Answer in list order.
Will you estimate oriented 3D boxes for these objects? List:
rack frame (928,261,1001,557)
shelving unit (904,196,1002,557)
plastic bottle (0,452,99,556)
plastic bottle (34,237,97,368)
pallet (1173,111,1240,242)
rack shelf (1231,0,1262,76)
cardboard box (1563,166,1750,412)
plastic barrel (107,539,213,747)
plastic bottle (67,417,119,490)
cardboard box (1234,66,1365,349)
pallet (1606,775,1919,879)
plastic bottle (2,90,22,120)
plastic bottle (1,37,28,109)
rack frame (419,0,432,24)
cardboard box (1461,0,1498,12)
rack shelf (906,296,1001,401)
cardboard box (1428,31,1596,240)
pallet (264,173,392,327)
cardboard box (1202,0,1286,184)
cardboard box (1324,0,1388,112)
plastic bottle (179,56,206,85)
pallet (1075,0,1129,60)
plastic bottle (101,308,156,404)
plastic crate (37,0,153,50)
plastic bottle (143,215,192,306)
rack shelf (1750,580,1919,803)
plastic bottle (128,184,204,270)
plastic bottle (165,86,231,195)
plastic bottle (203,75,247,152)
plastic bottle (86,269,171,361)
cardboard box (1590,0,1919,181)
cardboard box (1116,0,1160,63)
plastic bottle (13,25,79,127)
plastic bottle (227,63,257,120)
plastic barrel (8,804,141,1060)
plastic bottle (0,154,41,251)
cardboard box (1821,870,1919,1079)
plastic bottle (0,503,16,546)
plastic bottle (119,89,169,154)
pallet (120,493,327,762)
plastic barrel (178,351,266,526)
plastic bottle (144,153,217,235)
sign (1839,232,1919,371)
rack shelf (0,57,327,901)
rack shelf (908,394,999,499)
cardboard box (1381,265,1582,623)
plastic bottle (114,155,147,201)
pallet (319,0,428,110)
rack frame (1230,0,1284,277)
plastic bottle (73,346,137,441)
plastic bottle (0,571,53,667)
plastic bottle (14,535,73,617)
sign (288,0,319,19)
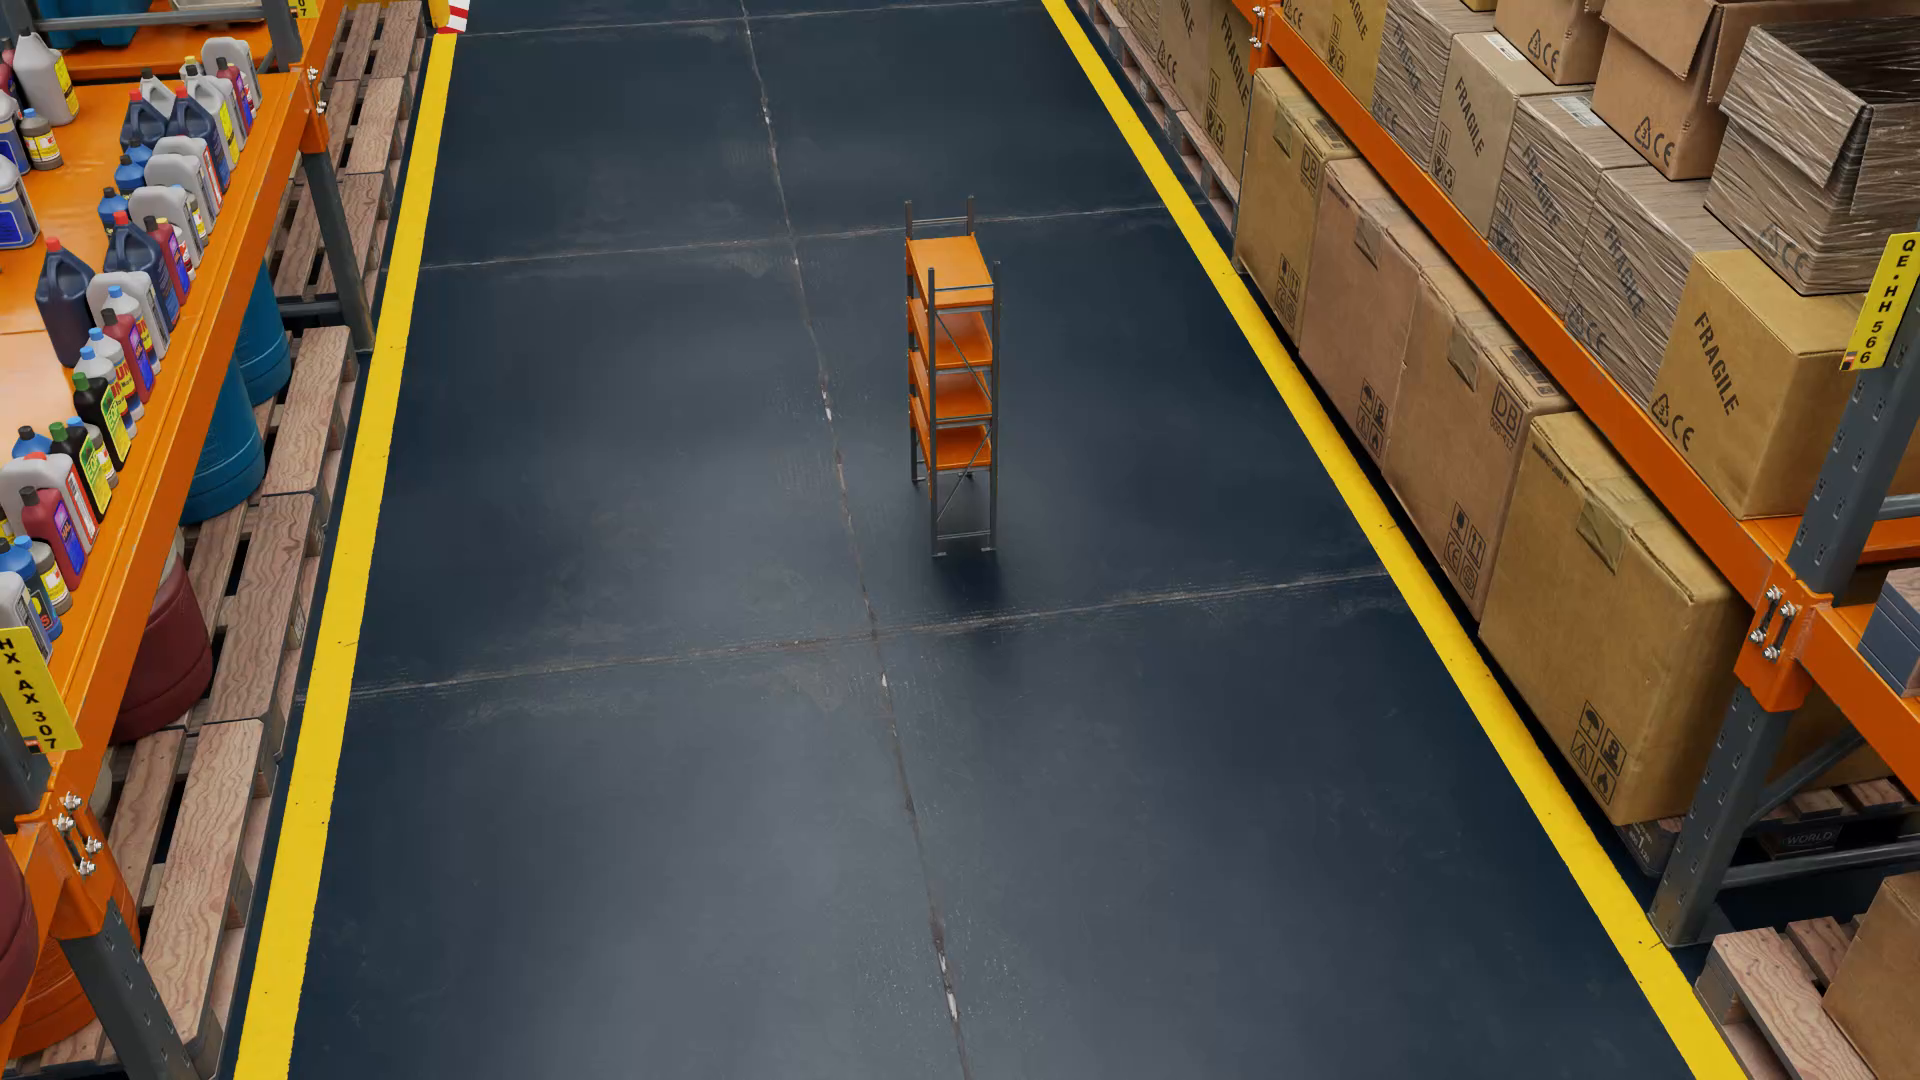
[{"bbox_3d":[0.014,-0.426,5.821,0.240,1.200,0.015,-6,38,-8],"label":"rack frame"},{"bbox_3d":[-0.029,-0.574,6.011,0.258,1.200,0.503,-6,38,-8],"label":"shelving unit"},{"bbox_3d":[-2.217,-0.098,4.033,0.152,0.276,0.135,-6,38,-8],"label":"plastic bottle"},{"bbox_3d":[-2.530,-0.685,4.727,0.144,0.351,0.185,-6,38,-8],"label":"plastic bottle"},{"bbox_3d":[1.740,-1.887,8.507,1.003,0.211,1.213,-6,38,-8],"label":"pallet"},{"bbox_3d":[1.446,-3.444,8.825,1.077,0.370,4.000,-6,38,-8],"label":"rack shelf"},{"bbox_3d":[2.086,-0.717,4.646,0.500,0.500,0.500,-7,38,-8],"label":"cardboard box"},{"bbox_3d":[-2.679,0.239,5.121,0.600,0.588,0.708,-6,38,-8],"label":"plastic barrel"},{"bbox_3d":[-2.234,-0.222,4.253,0.097,0.201,0.097,0,38,0],"label":"plastic bottle"},{"bbox_3d":[1.928,-1.463,7.077,1.225,0.875,0.875,-6,38,-8],"label":"cardboard box"},{"bbox_3d":[2.434,0.513,5.418,1.003,0.211,1.213,-6,38,-8],"label":"pallet"},{"bbox_3d":[-3.374,-1.494,5.889,0.097,0.201,0.097,0,38,0],"label":"plastic bottle"},{"bbox_3d":[-3.436,-1.674,6.055,0.061,0.283,0.133,-6,38,-8],"label":"plastic bottle"},{"bbox_3d":[-3.781,-4.404,9.473,1.000,3.000,0.127,-6,38,-8],"label":"rack frame"},{"bbox_3d":[2.025,-2.155,5.680,0.797,0.503,0.637,-6,38,-7],"label":"cardboard box"},{"bbox_3d":[-0.029,-0.697,5.915,0.258,0.148,0.480,-6,38,-8],"label":"rack shelf"},{"bbox_3d":[1.903,-1.338,5.445,0.500,0.500,0.500,-6,38,-7],"label":"cardboard box"},{"bbox_3d":[-3.247,-1.326,7.785,1.003,0.211,1.213,-6,38,-8],"label":"pallet"},{"bbox_3d":[1.759,-2.254,8.096,0.875,0.875,0.875,-6,38,-8],"label":"cardboard box"},{"bbox_3d":[1.720,-1.952,6.236,0.500,0.500,0.500,-6,38,-8],"label":"cardboard box"},{"bbox_3d":[-2.812,-1.681,6.131,0.097,0.201,0.097,0,38,0],"label":"plastic bottle"},{"bbox_3d":[1.312,-3.361,10.404,1.003,0.211,1.213,-6,38,-8],"label":"pallet"},{"bbox_3d":[-2.294,-0.525,4.575,0.061,0.283,0.133,-6,38,-8],"label":"plastic bottle"},{"bbox_3d":[-3.498,-2.250,6.666,0.392,0.384,0.575,-6,38,-8],"label":"plastic crate"},{"bbox_3d":[-2.390,-0.857,5.003,0.061,0.283,0.133,-6,38,-8],"label":"plastic bottle"},{"bbox_3d":[2.848,1.388,2.605,1.077,0.370,4.000,-6,38,-8],"label":"rack shelf"},{"bbox_3d":[-2.476,-0.989,5.179,0.152,0.276,0.135,-6,38,-8],"label":"plastic bottle"},{"bbox_3d":[-2.564,-1.337,5.566,0.144,0.351,0.185,-6,38,-8],"label":"plastic bottle"},{"bbox_3d":[-2.628,-1.515,5.856,0.152,0.276,0.135,-6,38,-8],"label":"plastic bottle"},{"bbox_3d":[-2.379,-0.656,4.751,0.152,0.276,0.135,-6,38,-8],"label":"plastic bottle"},{"bbox_3d":[2.274,-1.377,4.679,0.797,0.503,0.637,-5,38,-7],"label":"cardboard box"},{"bbox_3d":[1.446,-3.336,9.488,0.875,0.875,0.875,-6,38,-8],"label":"cardboard box"},{"bbox_3d":[-3.330,-1.696,6.029,0.144,0.351,0.185,-6,38,-8],"label":"plastic bottle"},{"bbox_3d":[-2.645,-1.639,6.076,0.097,0.201,0.097,0,38,0],"label":"plastic bottle"},{"bbox_3d":[-2.481,0.826,4.169,0.600,0.830,0.708,-6,38,-8],"label":"plastic barrel"},{"bbox_3d":[-3.062,-1.075,5.290,0.152,0.276,0.135,-6,38,-8],"label":"plastic bottle"},{"bbox_3d":[2.635,1.112,4.053,0.700,0.500,0.500,-8,39,-10],"label":"cardboard box"},{"bbox_3d":[-2.337,-0.044,4.024,0.097,0.201,0.097,0,38,0],"label":"plastic bottle"},{"bbox_3d":[-2.706,-1.321,5.546,0.144,0.351,0.185,-6,38,-8],"label":"plastic bottle"},{"bbox_3d":[-2.768,0.323,5.663,1.003,0.211,1.213,-6,38,-8],"label":"pallet"},{"bbox_3d":[-2.877,-0.567,5.903,0.600,0.901,0.708,-6,38,-8],"label":"plastic barrel"},{"bbox_3d":[-2.516,-1.129,5.359,0.152,0.276,0.135,-6,38,-8],"label":"plastic bottle"},{"bbox_3d":[1.952,-0.500,3.505,0.100,0.325,0.005,-6,38,-8],"label":"sign"},{"bbox_3d":[-2.729,-0.496,5.029,1.077,0.370,4.000,-6,38,-8],"label":"rack shelf"},{"bbox_3d":[-0.029,-0.364,6.174,0.258,0.148,0.480,-6,38,-8],"label":"rack shelf"},{"bbox_3d":[2.248,-0.389,5.696,1.225,0.875,0.875,-6,38,-8],"label":"cardboard box"},{"bbox_3d":[-2.636,-1.102,5.329,0.097,0.271,0.097,0,38,0],"label":"plastic bottle"},{"bbox_3d":[-3.675,-2.800,9.682,1.003,0.211,1.213,-6,38,-8],"label":"pallet"},{"bbox_3d":[1.796,-2.520,7.049,1.000,3.000,0.127,-6,38,-8],"label":"rack frame"},{"bbox_3d":[-2.275,-0.389,4.411,0.097,0.271,0.097,0,38,0],"label":"plastic bottle"},{"bbox_3d":[-2.136,0.181,3.673,0.152,0.276,0.135,-6,38,-8],"label":"plastic bottle"},{"bbox_3d":[-2.147,0.079,3.865,0.097,0.201,0.097,0,38,0],"label":"plastic bottle"},{"bbox_3d":[-2.538,-2.155,6.353,0.100,0.325,0.005,-6,38,-8],"label":"sign"}]
